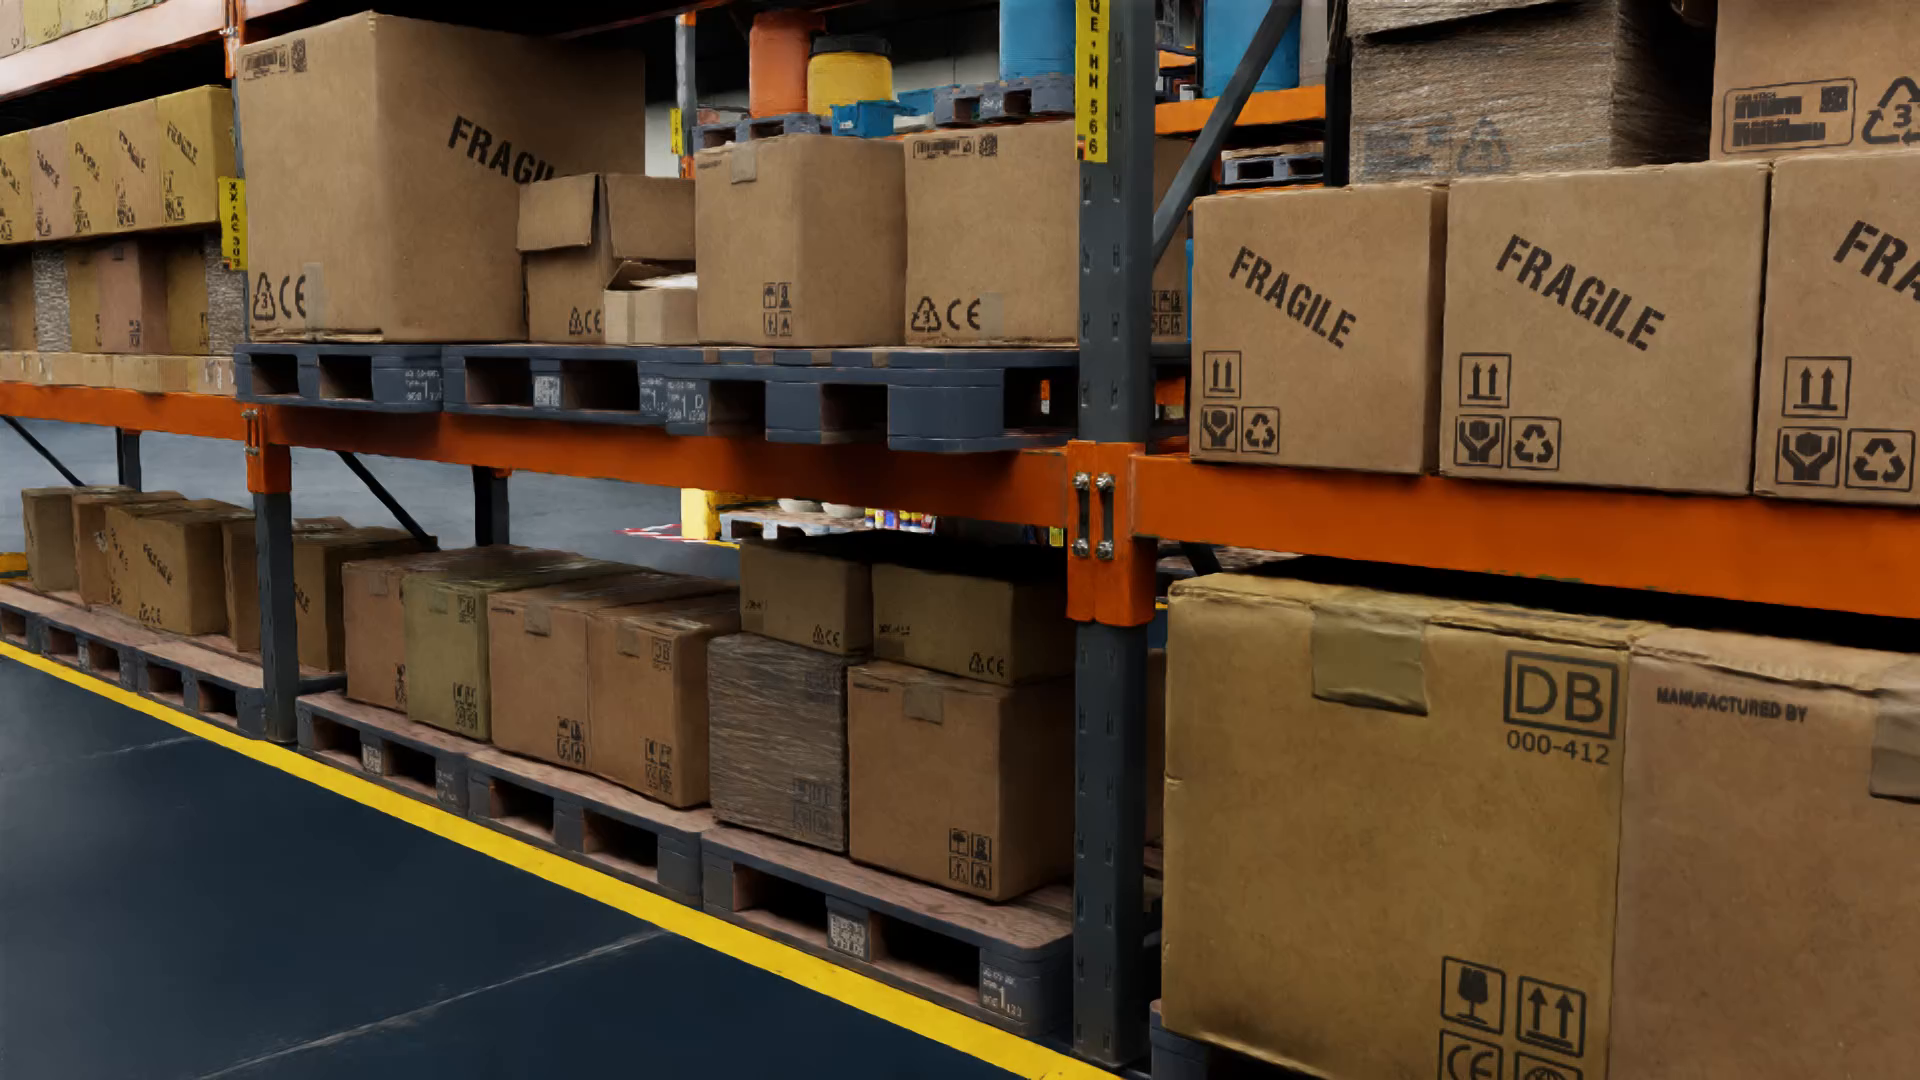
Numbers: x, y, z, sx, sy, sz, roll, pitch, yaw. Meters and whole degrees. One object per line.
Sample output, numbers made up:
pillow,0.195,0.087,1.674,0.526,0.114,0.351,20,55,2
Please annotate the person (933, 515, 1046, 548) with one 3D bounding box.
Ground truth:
person,0.112,-0.090,6.277,0.427,1.559,0.589,-3,8,-25
